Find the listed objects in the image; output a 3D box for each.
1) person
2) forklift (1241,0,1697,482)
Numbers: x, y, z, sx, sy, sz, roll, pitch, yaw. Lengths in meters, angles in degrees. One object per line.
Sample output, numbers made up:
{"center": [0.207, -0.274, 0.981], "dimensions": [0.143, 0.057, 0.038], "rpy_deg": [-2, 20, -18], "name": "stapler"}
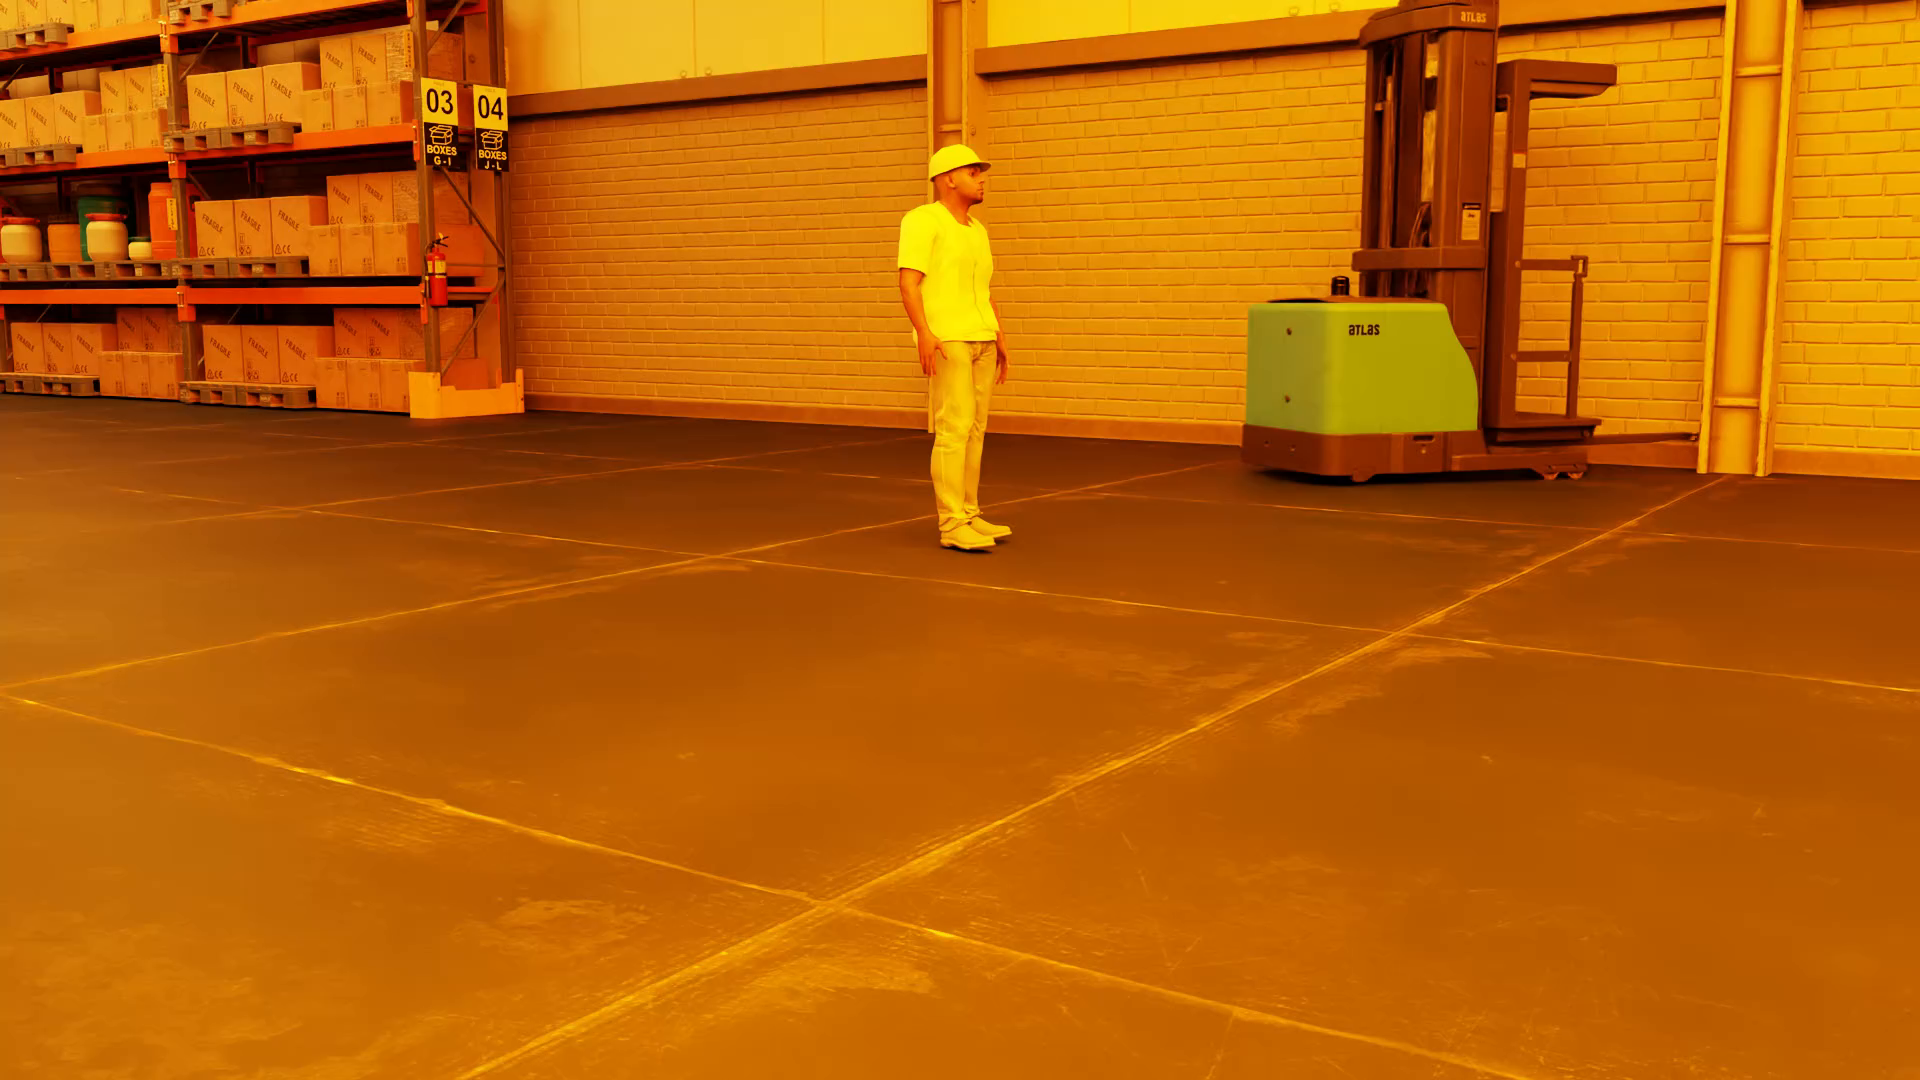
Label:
{"center": [0.054, -0.875, 7.435], "dimensions": [0.577, 1.765, 0.665], "rpy_deg": [5, 10, 34], "name": "person"}
{"center": [3.367, -1.896, 10.526], "dimensions": [3.031, 2.935, 1.130], "rpy_deg": [-3, 9, -21], "name": "forklift"}
